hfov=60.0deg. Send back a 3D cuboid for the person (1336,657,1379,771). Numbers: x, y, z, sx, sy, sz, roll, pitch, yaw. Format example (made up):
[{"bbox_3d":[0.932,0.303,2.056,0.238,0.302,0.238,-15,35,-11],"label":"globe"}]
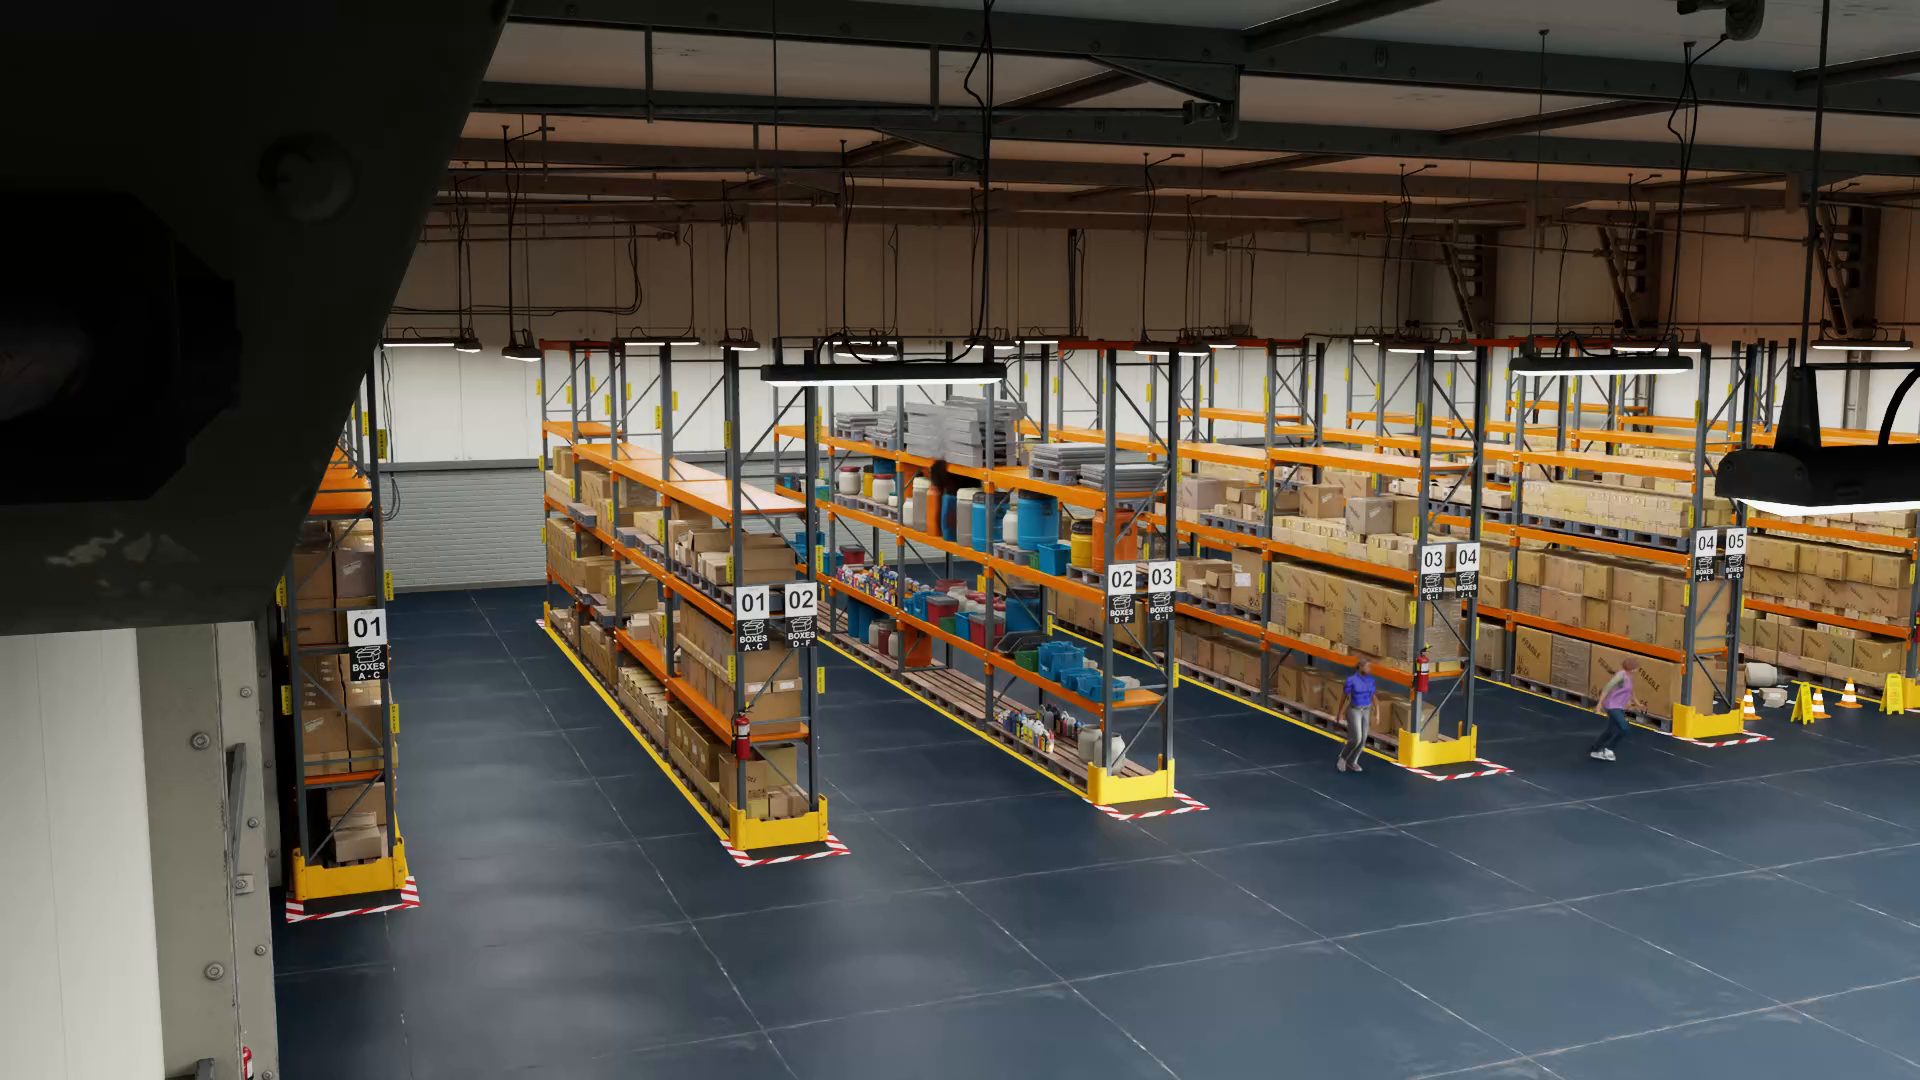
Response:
[{"bbox_3d":[5.624,2.463,23.464,0.531,1.638,0.453,-3,8,-22],"label":"person"}]

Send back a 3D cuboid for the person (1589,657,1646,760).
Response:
[{"bbox_3d":[9.516,2.438,24.080,0.700,1.530,0.543,6,9,38],"label":"person"}]
